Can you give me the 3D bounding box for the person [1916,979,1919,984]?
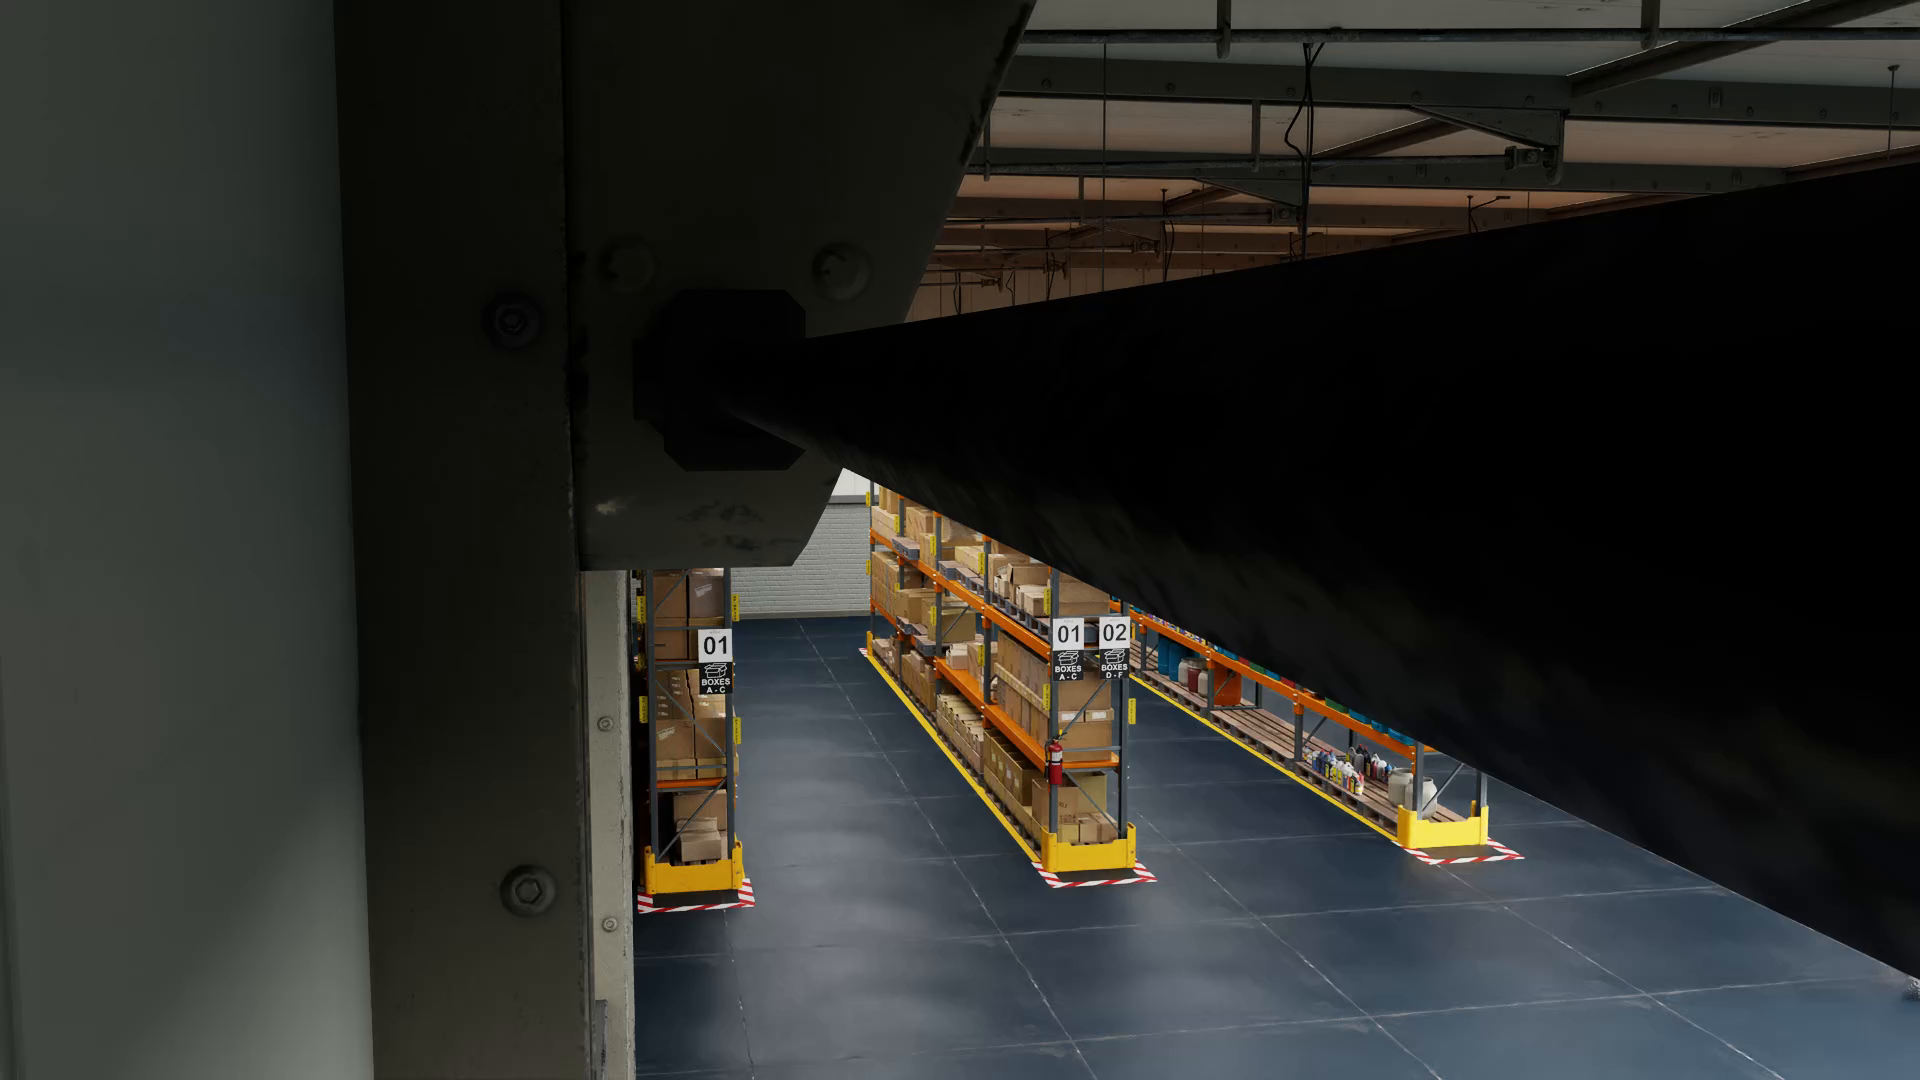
[{"bbox_3d":[10.008,3.754,16.553,0.911,1.769,0.625,1,6,7],"label":"person"}]
